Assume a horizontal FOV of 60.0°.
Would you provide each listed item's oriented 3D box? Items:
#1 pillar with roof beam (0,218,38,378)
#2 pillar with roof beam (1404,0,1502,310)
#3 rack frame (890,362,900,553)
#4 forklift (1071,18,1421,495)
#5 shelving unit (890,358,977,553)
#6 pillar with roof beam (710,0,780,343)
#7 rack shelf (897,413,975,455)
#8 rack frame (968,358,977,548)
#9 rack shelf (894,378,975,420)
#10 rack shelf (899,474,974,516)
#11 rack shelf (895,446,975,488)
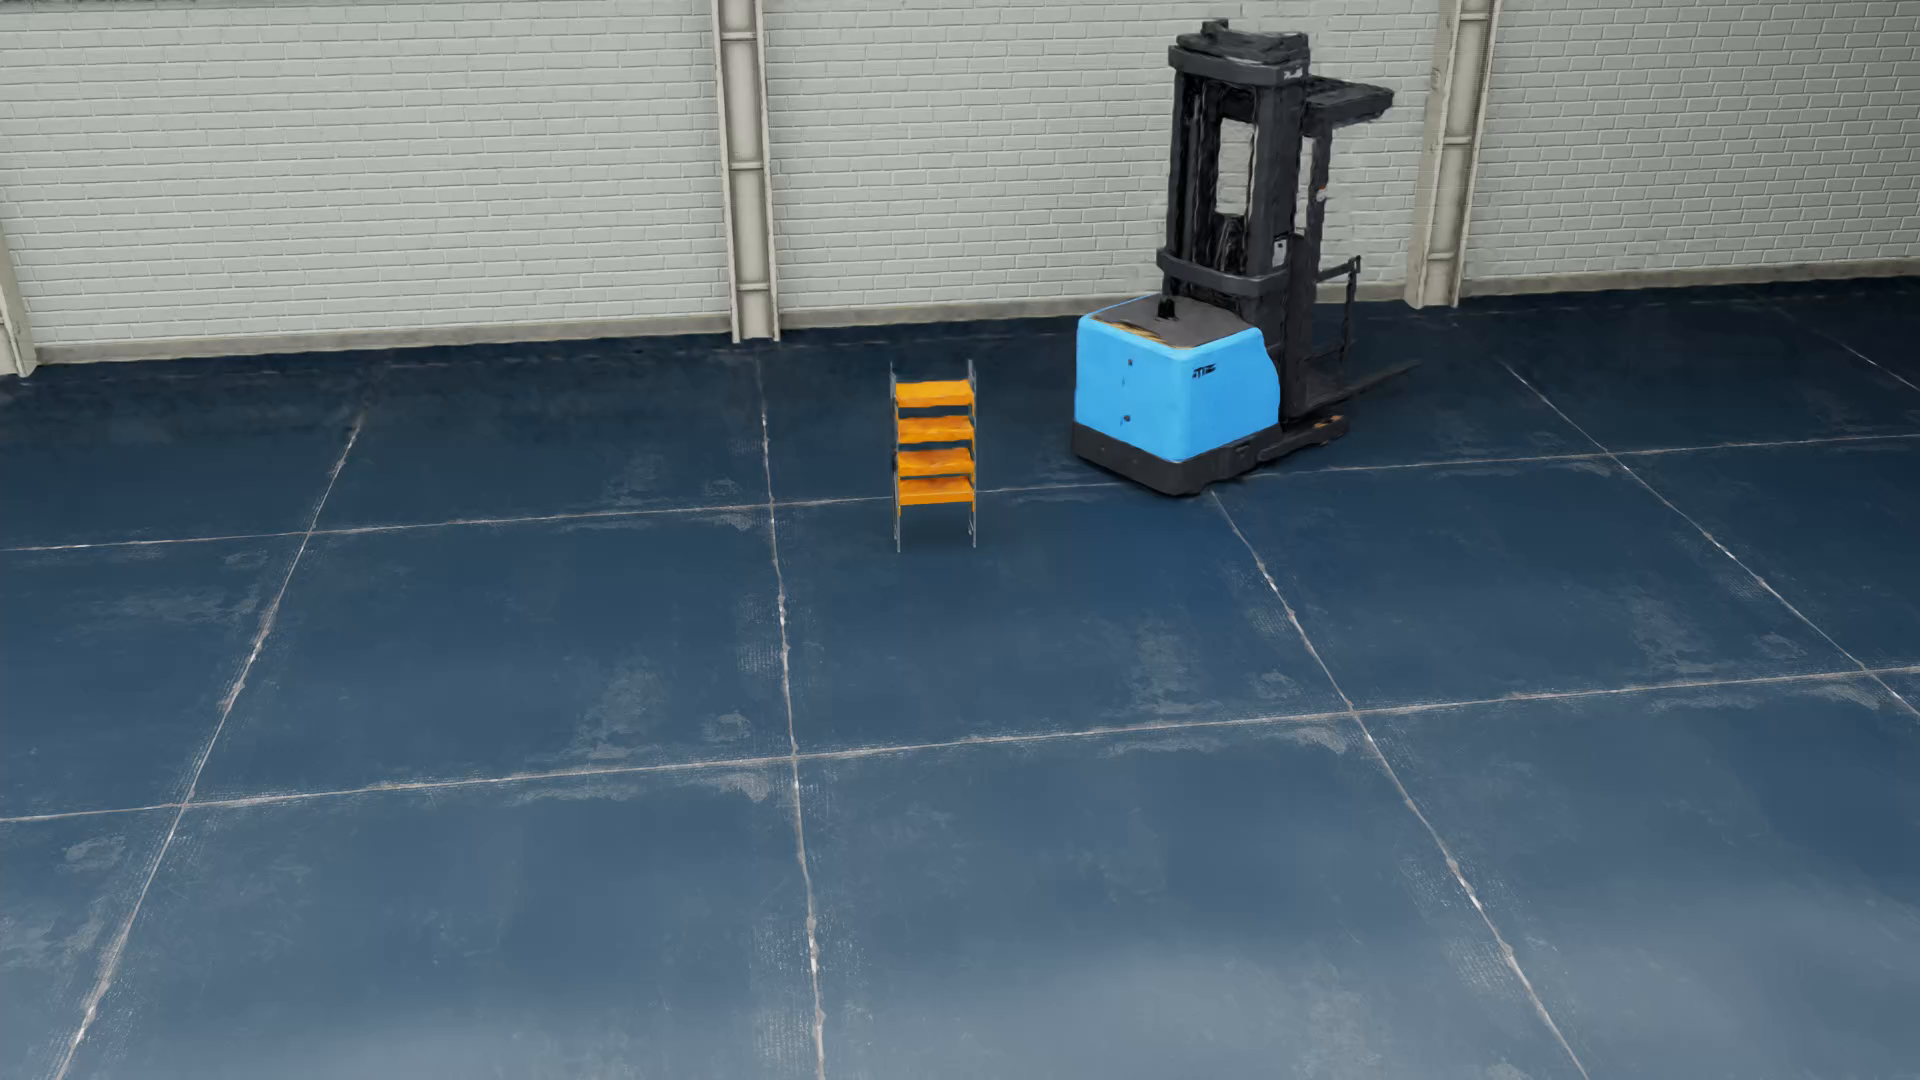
[{"bbox_3d":[-7.076,-3.415,7.548,0.400,9.000,9.100,-4,27,-7],"label":"pillar with roof beam"},{"bbox_3d":[4.807,-4.178,9.035,0.400,9.000,9.100,-4,27,-7],"label":"pillar with roof beam"},{"bbox_3d":[-0.406,-0.508,10.425,0.015,1.200,0.240,-4,27,-7],"label":"rack frame"},{"bbox_3d":[2.235,-2.158,11.744,3.031,2.935,1.130,-22,34,-36],"label":"forklift"},{"bbox_3d":[-0.164,-0.523,10.456,0.503,1.200,0.258,-4,27,-7],"label":"shelving unit"},{"bbox_3d":[-1.135,-3.796,8.291,0.400,9.000,9.100,-4,27,-7],"label":"pillar with roof beam"},{"bbox_3d":[-0.164,-0.662,10.384,0.480,0.148,0.258,-4,27,-7],"label":"rack shelf"},{"bbox_3d":[0.078,-0.539,10.486,0.015,1.200,0.240,-4,27,-7],"label":"rack frame"},{"bbox_3d":[-0.164,-0.873,10.276,0.480,0.148,0.258,-4,27,-7],"label":"rack shelf"},{"bbox_3d":[-0.164,-0.287,10.577,0.480,0.148,0.258,-4,27,-7],"label":"rack shelf"},{"bbox_3d":[-0.164,-0.463,10.486,0.480,0.148,0.258,-4,27,-7],"label":"rack shelf"}]
